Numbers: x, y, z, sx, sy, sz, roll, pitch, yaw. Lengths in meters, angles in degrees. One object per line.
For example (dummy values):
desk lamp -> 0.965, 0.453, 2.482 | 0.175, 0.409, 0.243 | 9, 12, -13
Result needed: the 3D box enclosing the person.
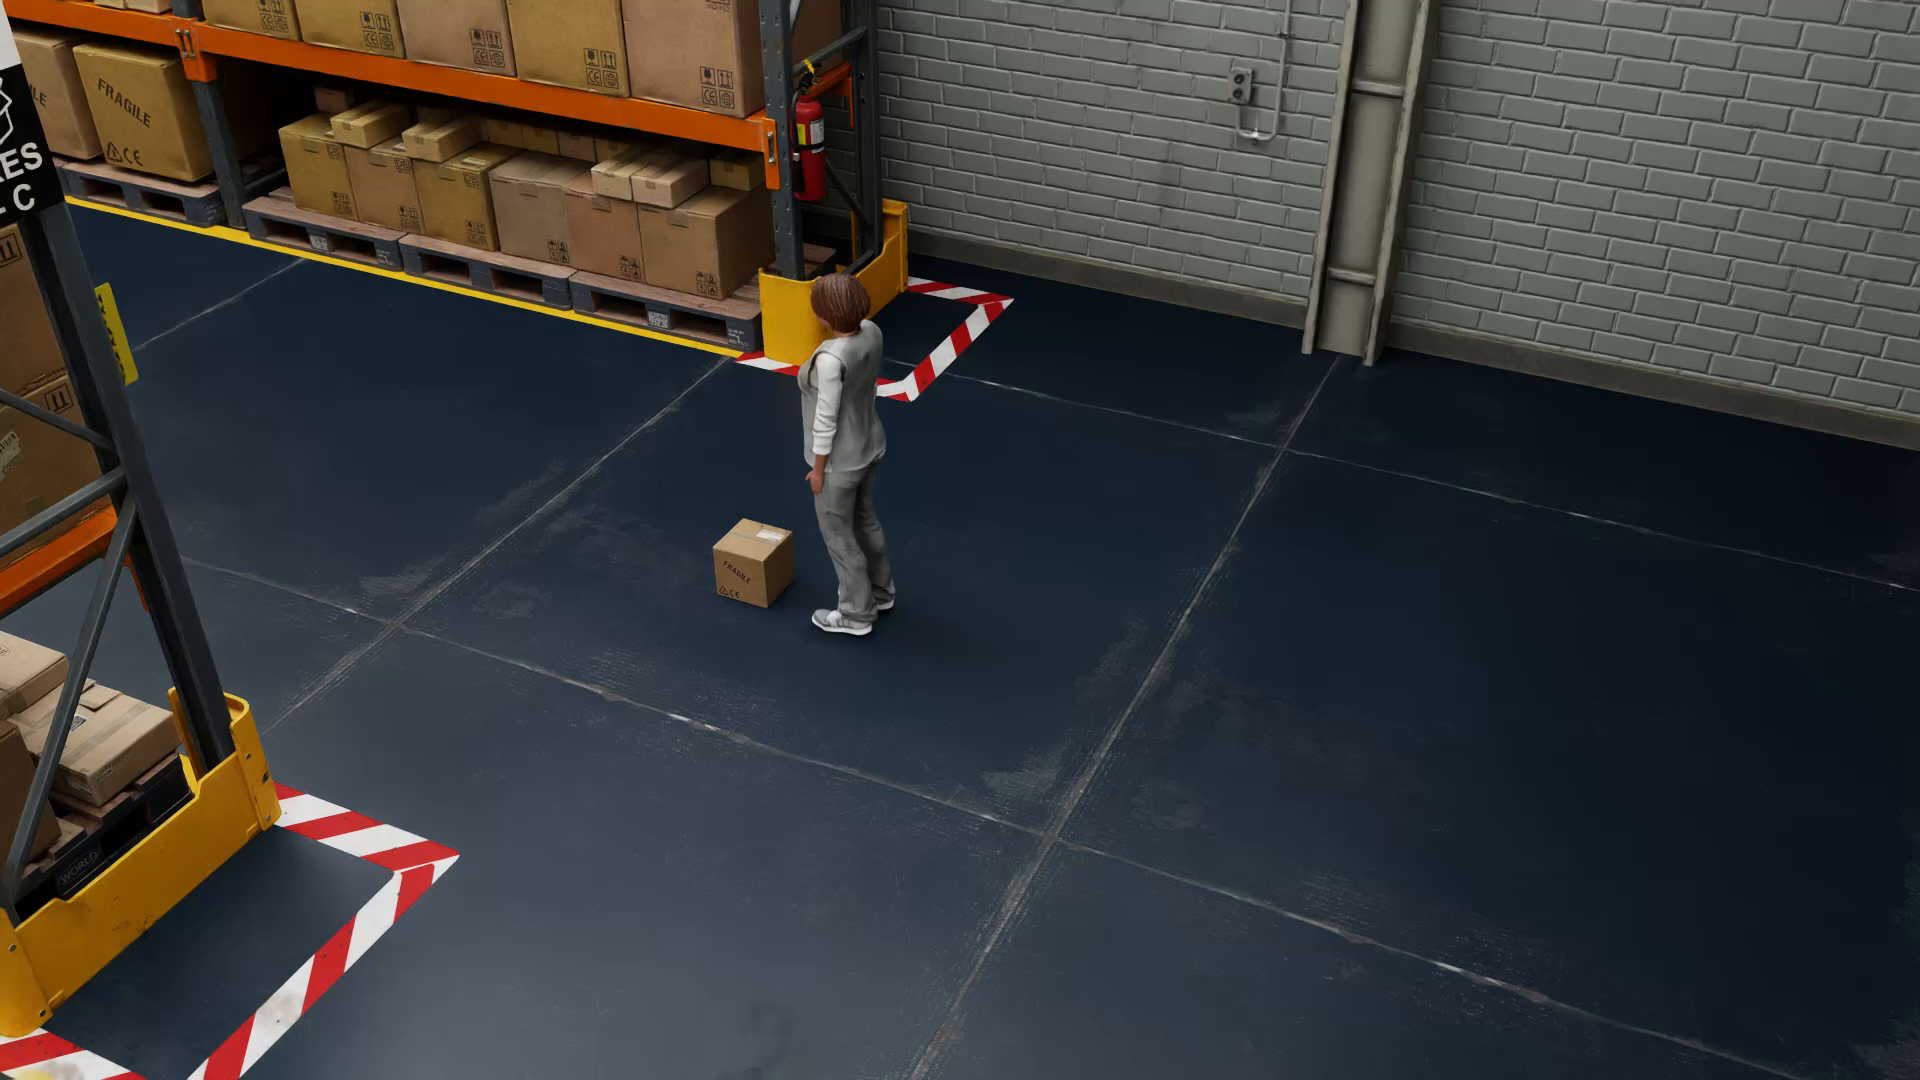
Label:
person -> -0.459, -0.331, 6.640 | 0.312, 1.598, 0.405 | 15, 37, 21
